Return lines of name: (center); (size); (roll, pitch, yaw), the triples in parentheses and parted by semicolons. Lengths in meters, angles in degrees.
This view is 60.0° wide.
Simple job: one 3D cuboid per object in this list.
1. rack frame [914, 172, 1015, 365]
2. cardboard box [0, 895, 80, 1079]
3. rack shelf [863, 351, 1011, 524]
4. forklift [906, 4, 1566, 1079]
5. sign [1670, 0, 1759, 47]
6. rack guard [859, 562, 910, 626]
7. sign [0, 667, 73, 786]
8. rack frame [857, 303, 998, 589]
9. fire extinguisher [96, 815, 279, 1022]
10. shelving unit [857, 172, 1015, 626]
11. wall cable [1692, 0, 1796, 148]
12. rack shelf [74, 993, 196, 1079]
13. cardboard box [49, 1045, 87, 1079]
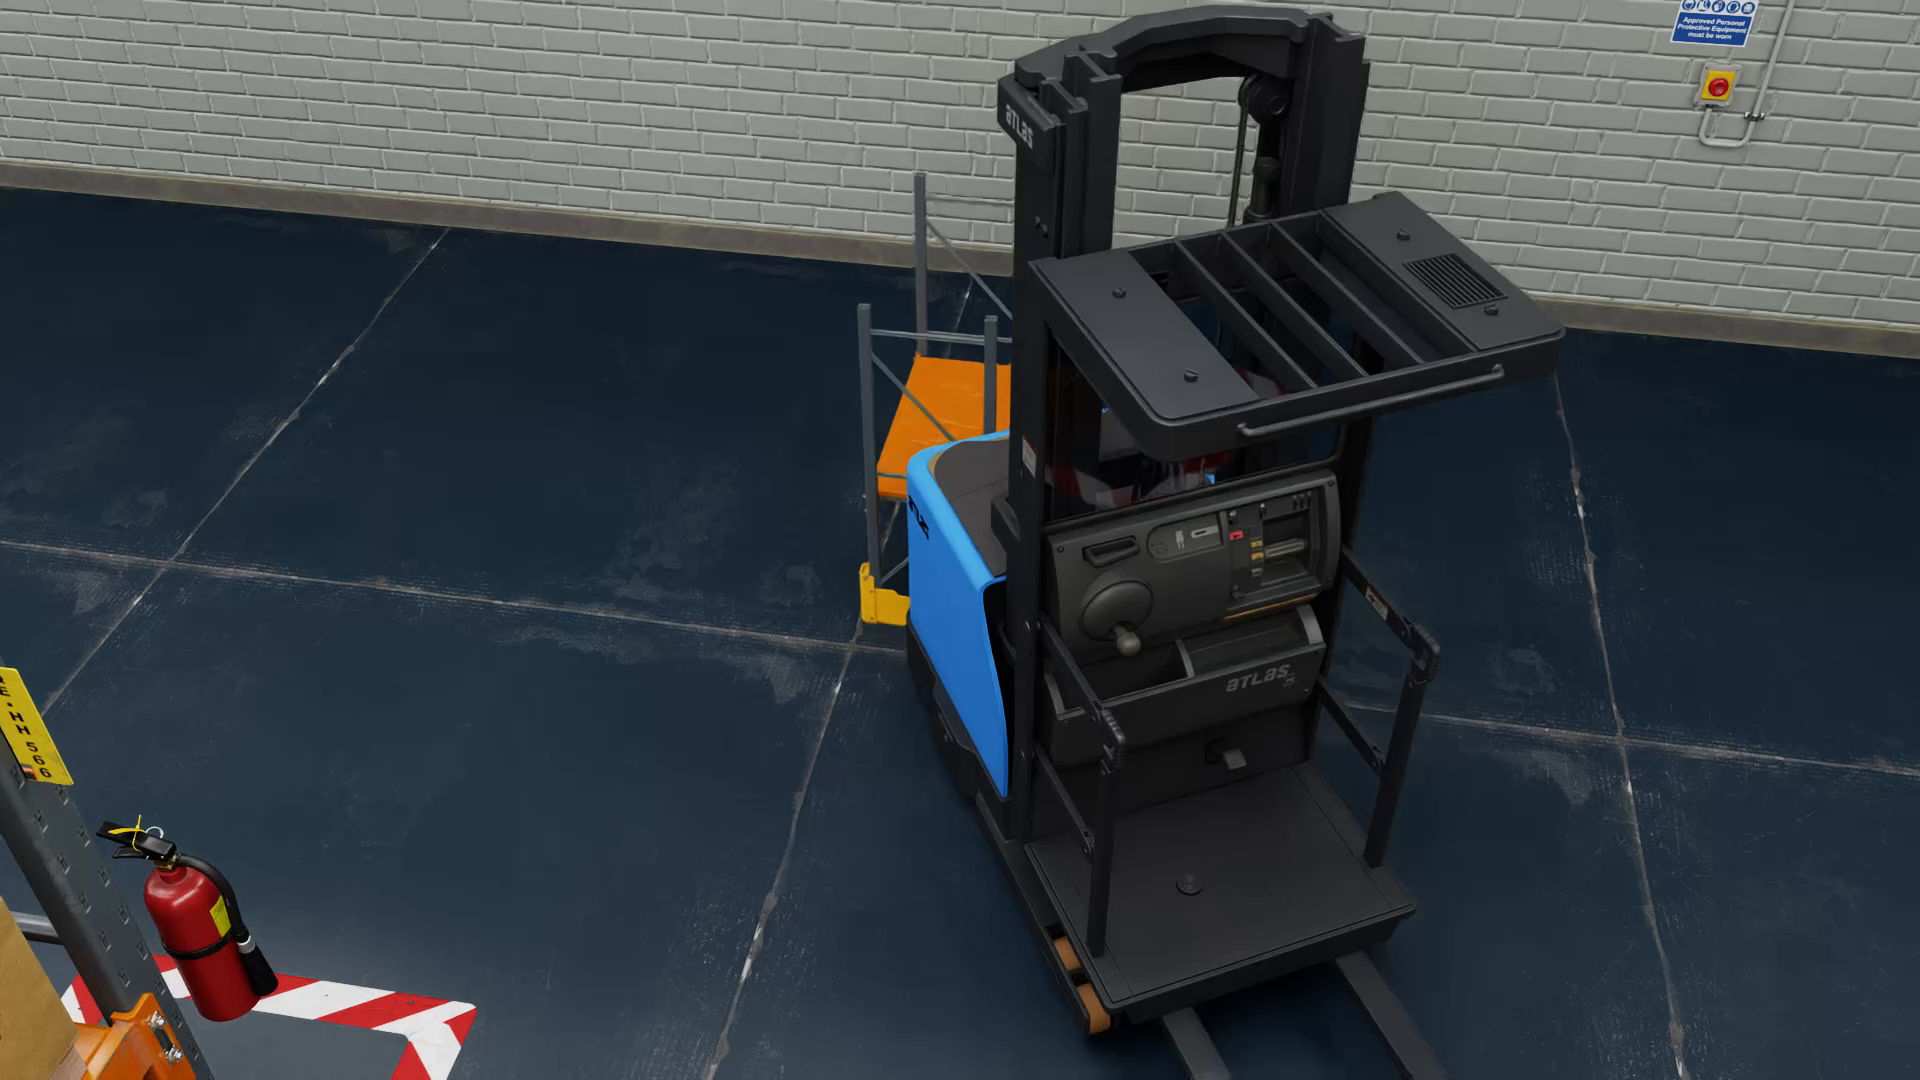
rack frame: (0.063, -0.865, 7.119); (0.500, 1.500, 0.032); (6, 40, 8)
cardboard box: (-2.224, 1.020, 3.350); (0.500, 0.500, 0.500); (7, 40, 9)
rack shelf: (-0.026, -0.407, 6.848); (0.538, 0.185, 1.000); (6, 40, 8)
forklift: (0.785, 0.150, 4.769); (1.130, 2.935, 3.031); (-13, 41, -16)
sign: (3.409, -2.344, 7.519); (0.327, 0.218, 0.001); (6, 40, 8)
rack guard: (-0.112, 0.243, 6.760); (0.587, 0.250, 0.087); (6, 40, 8)
sign: (-1.856, 0.369, 3.293); (0.100, 0.325, 0.005); (6, 40, 8)
rack frame: (-0.116, -0.227, 6.347); (0.500, 1.500, 0.032); (6, 40, 8)
fire extinguisher: (-1.901, 0.929, 4.125); (0.296, 0.674, 0.183); (6, 40, 8)
shelving unit: (-0.025, -0.552, 6.740); (0.587, 1.500, 1.083); (6, 40, 8)
wall cable: (3.446, -2.600, 7.218); (0.585, 1.953, 0.123); (6, 40, 8)
rack shelf: (-2.746, 2.395, 2.563); (1.077, 0.370, 4.000); (6, 40, 8)
cardboard box: (-2.178, 1.196, 3.647); (0.380, 0.149, 0.250); (6, 40, 8)
